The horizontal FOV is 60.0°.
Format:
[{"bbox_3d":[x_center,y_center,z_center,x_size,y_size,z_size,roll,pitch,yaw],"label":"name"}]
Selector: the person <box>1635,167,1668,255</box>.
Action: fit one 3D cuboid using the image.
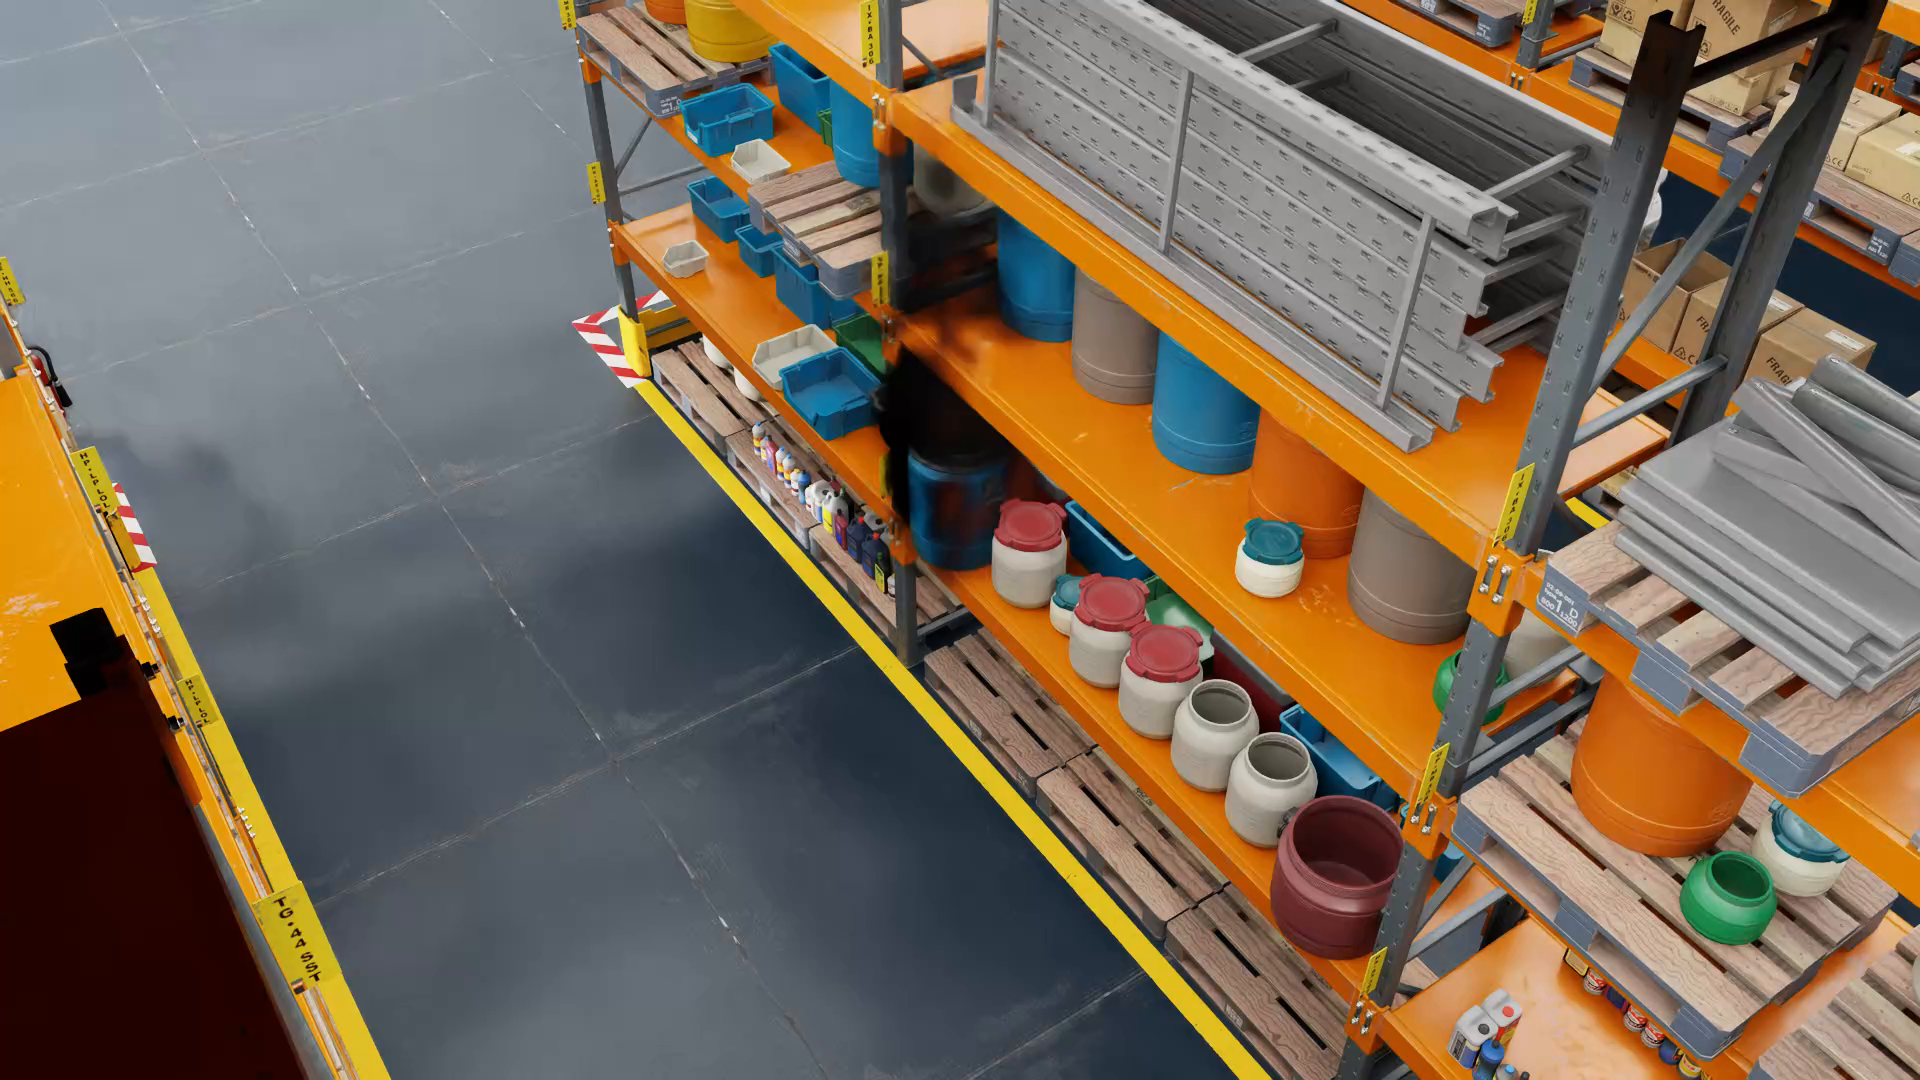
[{"bbox_3d":[5.365,-2.526,13.302,0.563,1.725,0.746,-26,48,-25],"label":"person"}]
